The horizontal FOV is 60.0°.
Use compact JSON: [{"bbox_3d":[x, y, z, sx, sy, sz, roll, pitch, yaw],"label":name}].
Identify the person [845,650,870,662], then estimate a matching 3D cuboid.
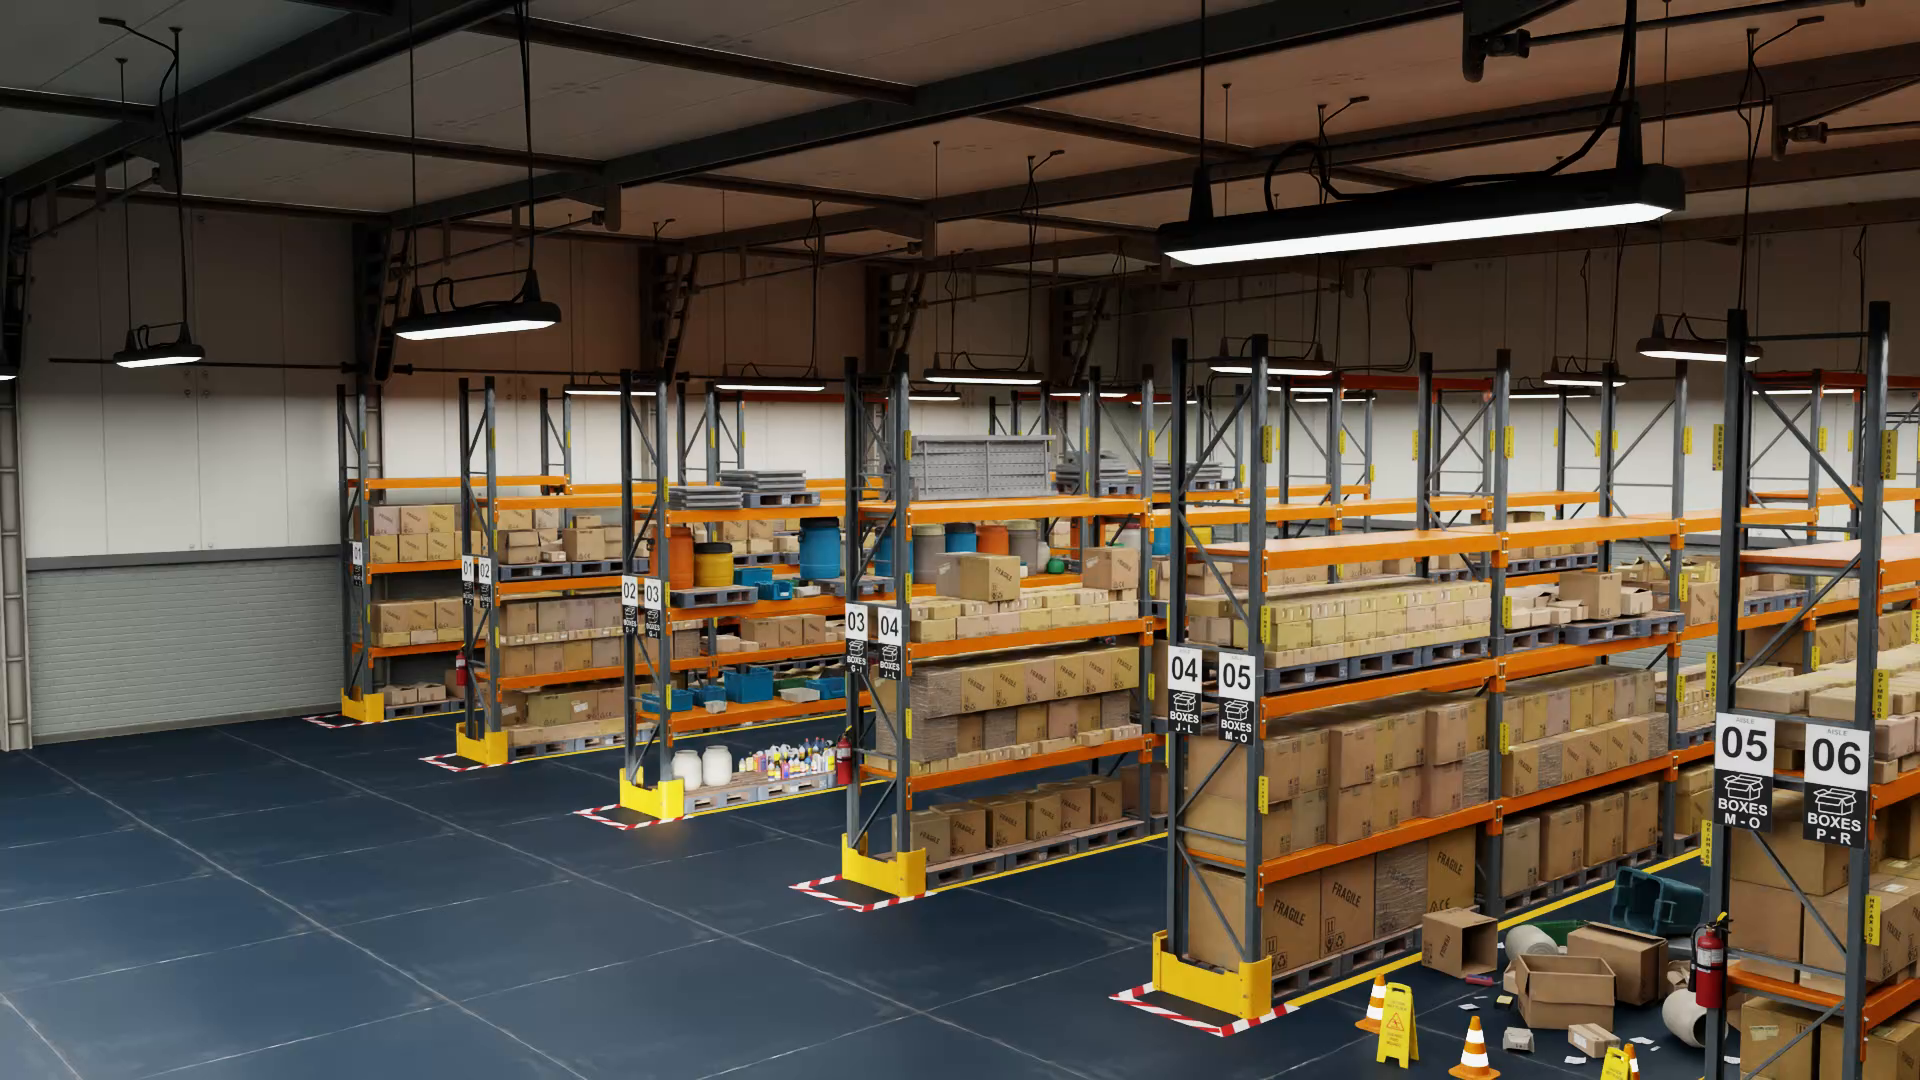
[{"bbox_3d":[-2.004,2.014,34.029,0.448,1.447,0.839,2,5,34],"label":"person"}]
